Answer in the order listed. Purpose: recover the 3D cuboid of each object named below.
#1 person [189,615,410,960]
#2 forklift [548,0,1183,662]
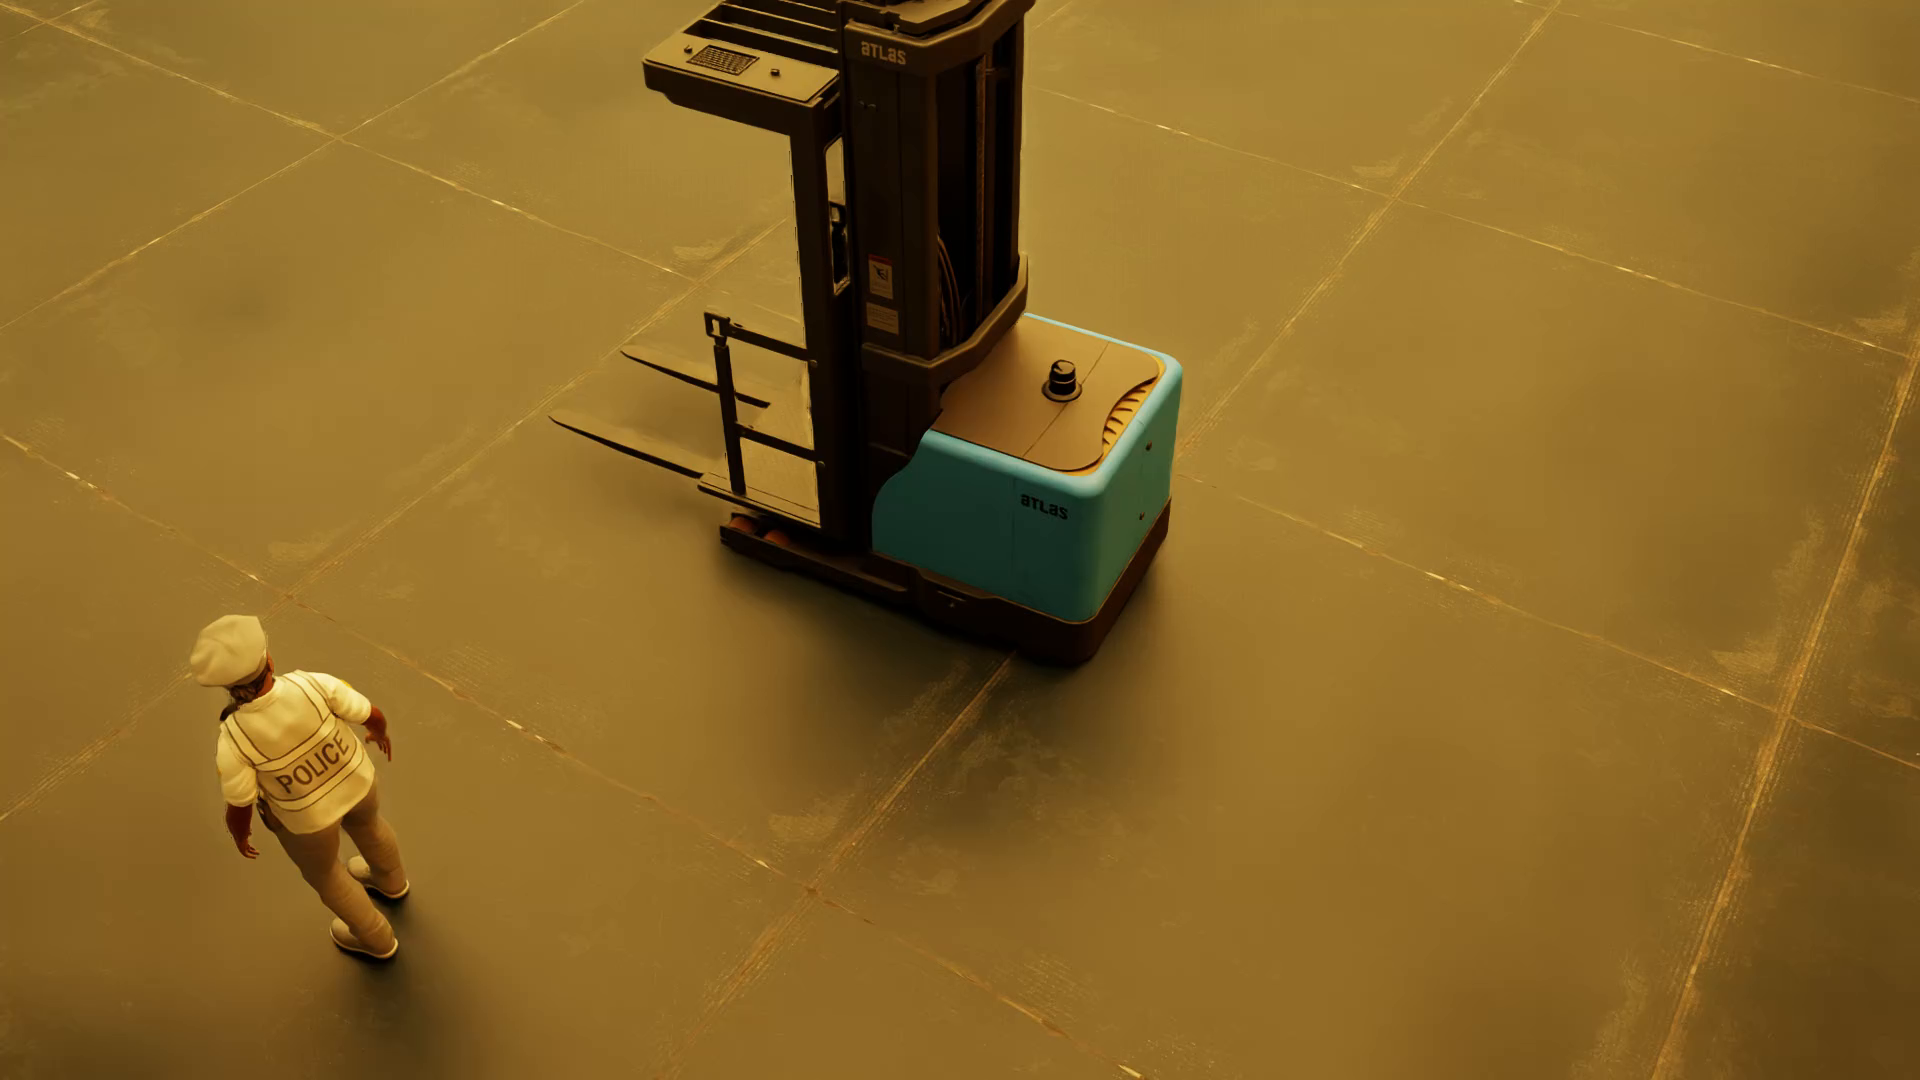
[{"bbox_3d":[-2.303,0.862,5.860,0.485,1.669,0.642,27,50,26],"label":"person"},{"bbox_3d":[-0.562,-1.249,7.165,3.031,2.935,1.130,20,47,19],"label":"forklift"}]
